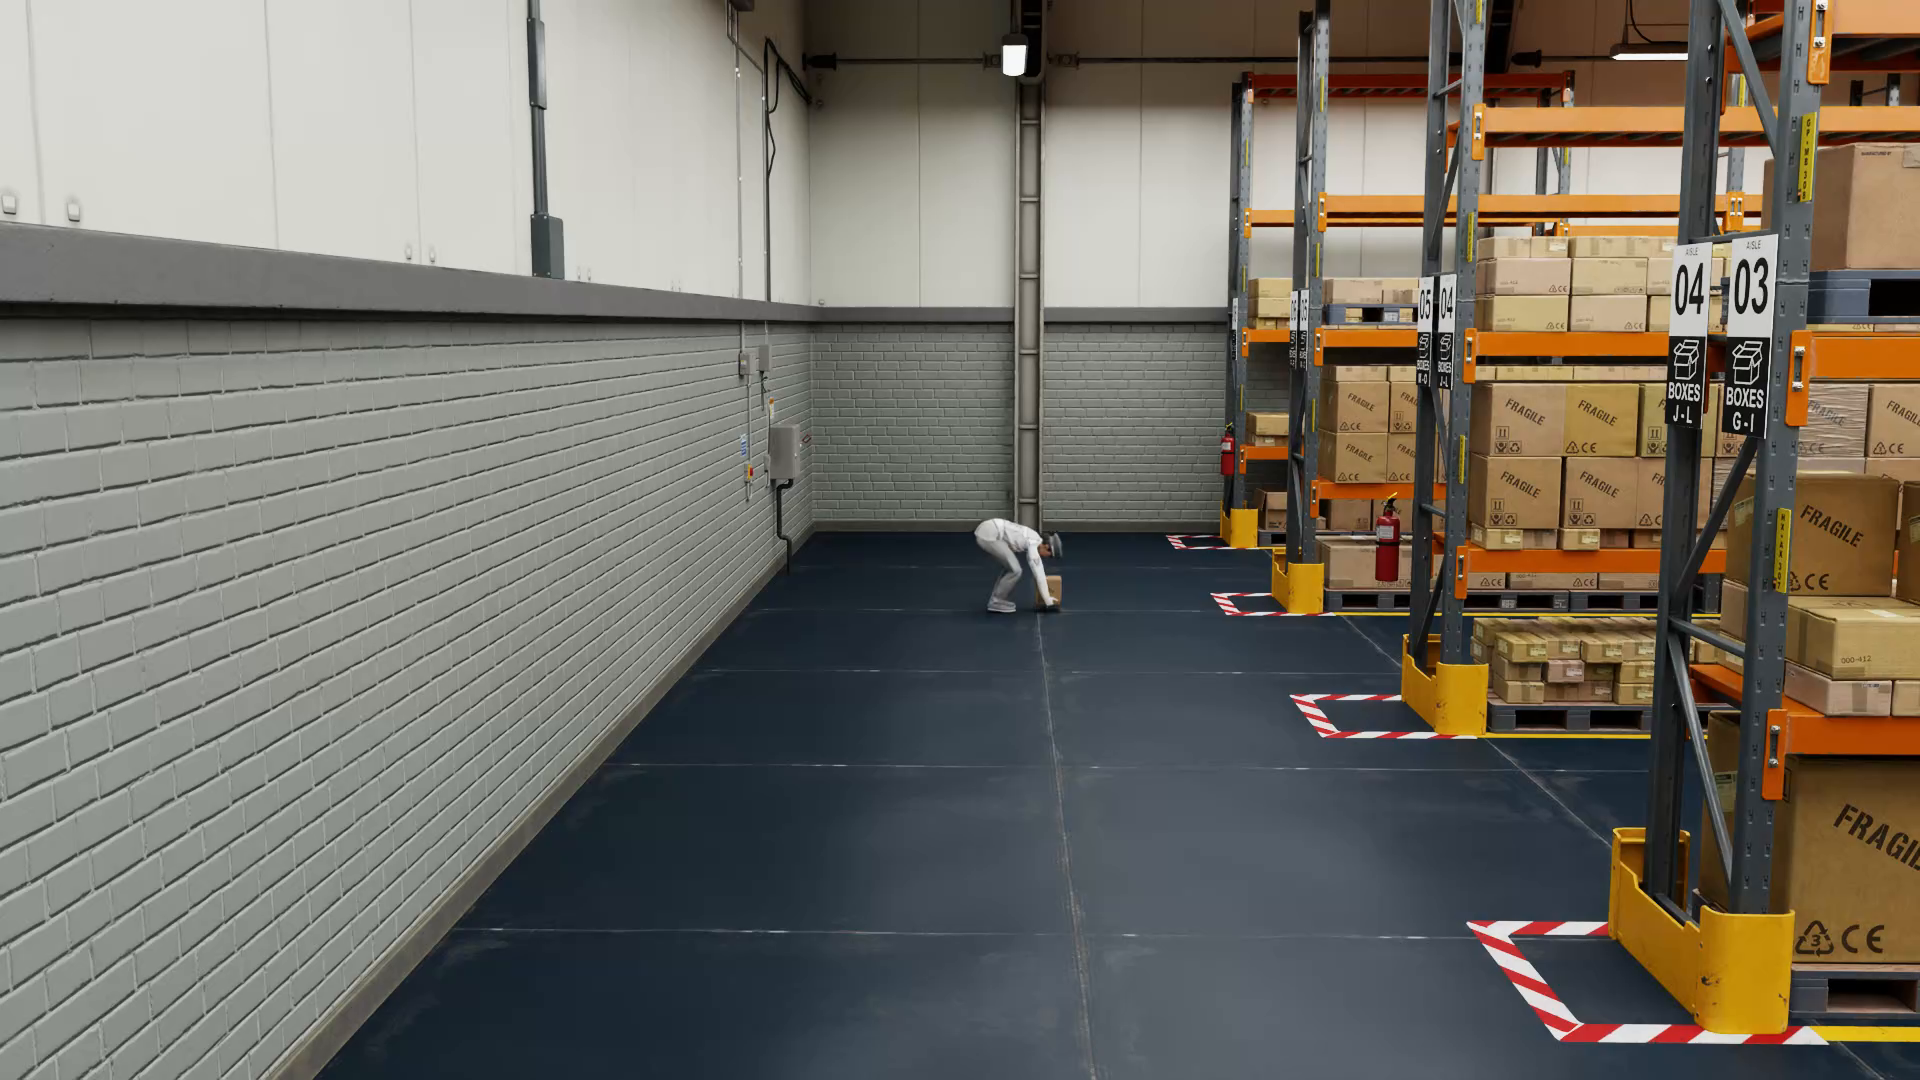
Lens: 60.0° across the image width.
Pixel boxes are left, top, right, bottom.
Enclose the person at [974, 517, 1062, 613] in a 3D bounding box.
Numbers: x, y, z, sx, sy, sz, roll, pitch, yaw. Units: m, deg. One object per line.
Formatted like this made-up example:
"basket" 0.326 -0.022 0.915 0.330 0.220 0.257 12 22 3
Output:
"person" 0.588 0.249 16.707 0.885 0.933 0.452 0 7 -2
